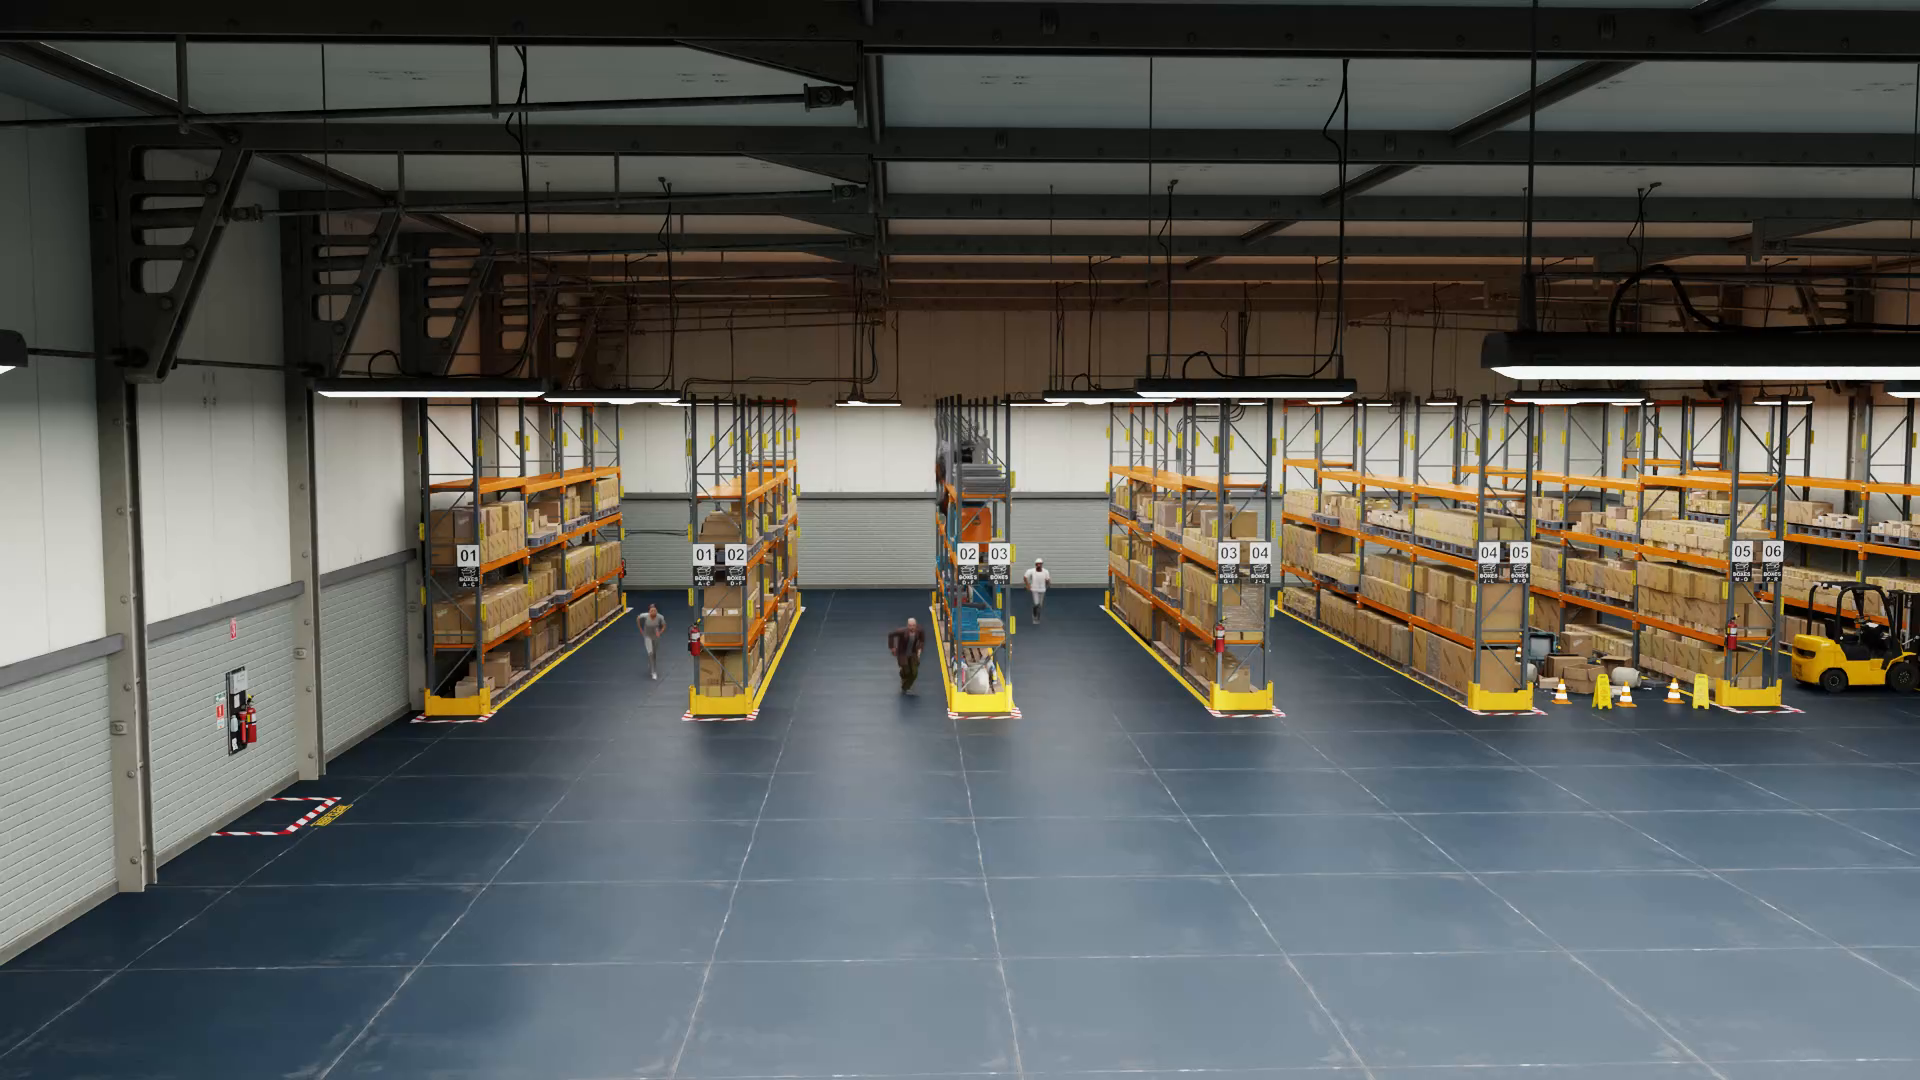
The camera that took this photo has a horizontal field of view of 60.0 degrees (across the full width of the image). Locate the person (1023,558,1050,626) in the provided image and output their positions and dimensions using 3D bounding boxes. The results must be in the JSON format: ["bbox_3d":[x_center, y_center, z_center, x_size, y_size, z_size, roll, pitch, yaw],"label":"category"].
[{"bbox_3d":[2.077,1.387,44.068,0.672,1.802,0.737,-1,5,-16],"label":"person"}]

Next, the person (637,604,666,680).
[{"bbox_3d":[-6.611,2.142,35.655,0.603,1.626,1.003,-1,5,-12],"label":"person"}]

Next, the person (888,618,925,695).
[{"bbox_3d":[-1.080,2.322,33.269,0.734,1.590,0.889,-1,5,-18],"label":"person"}]
